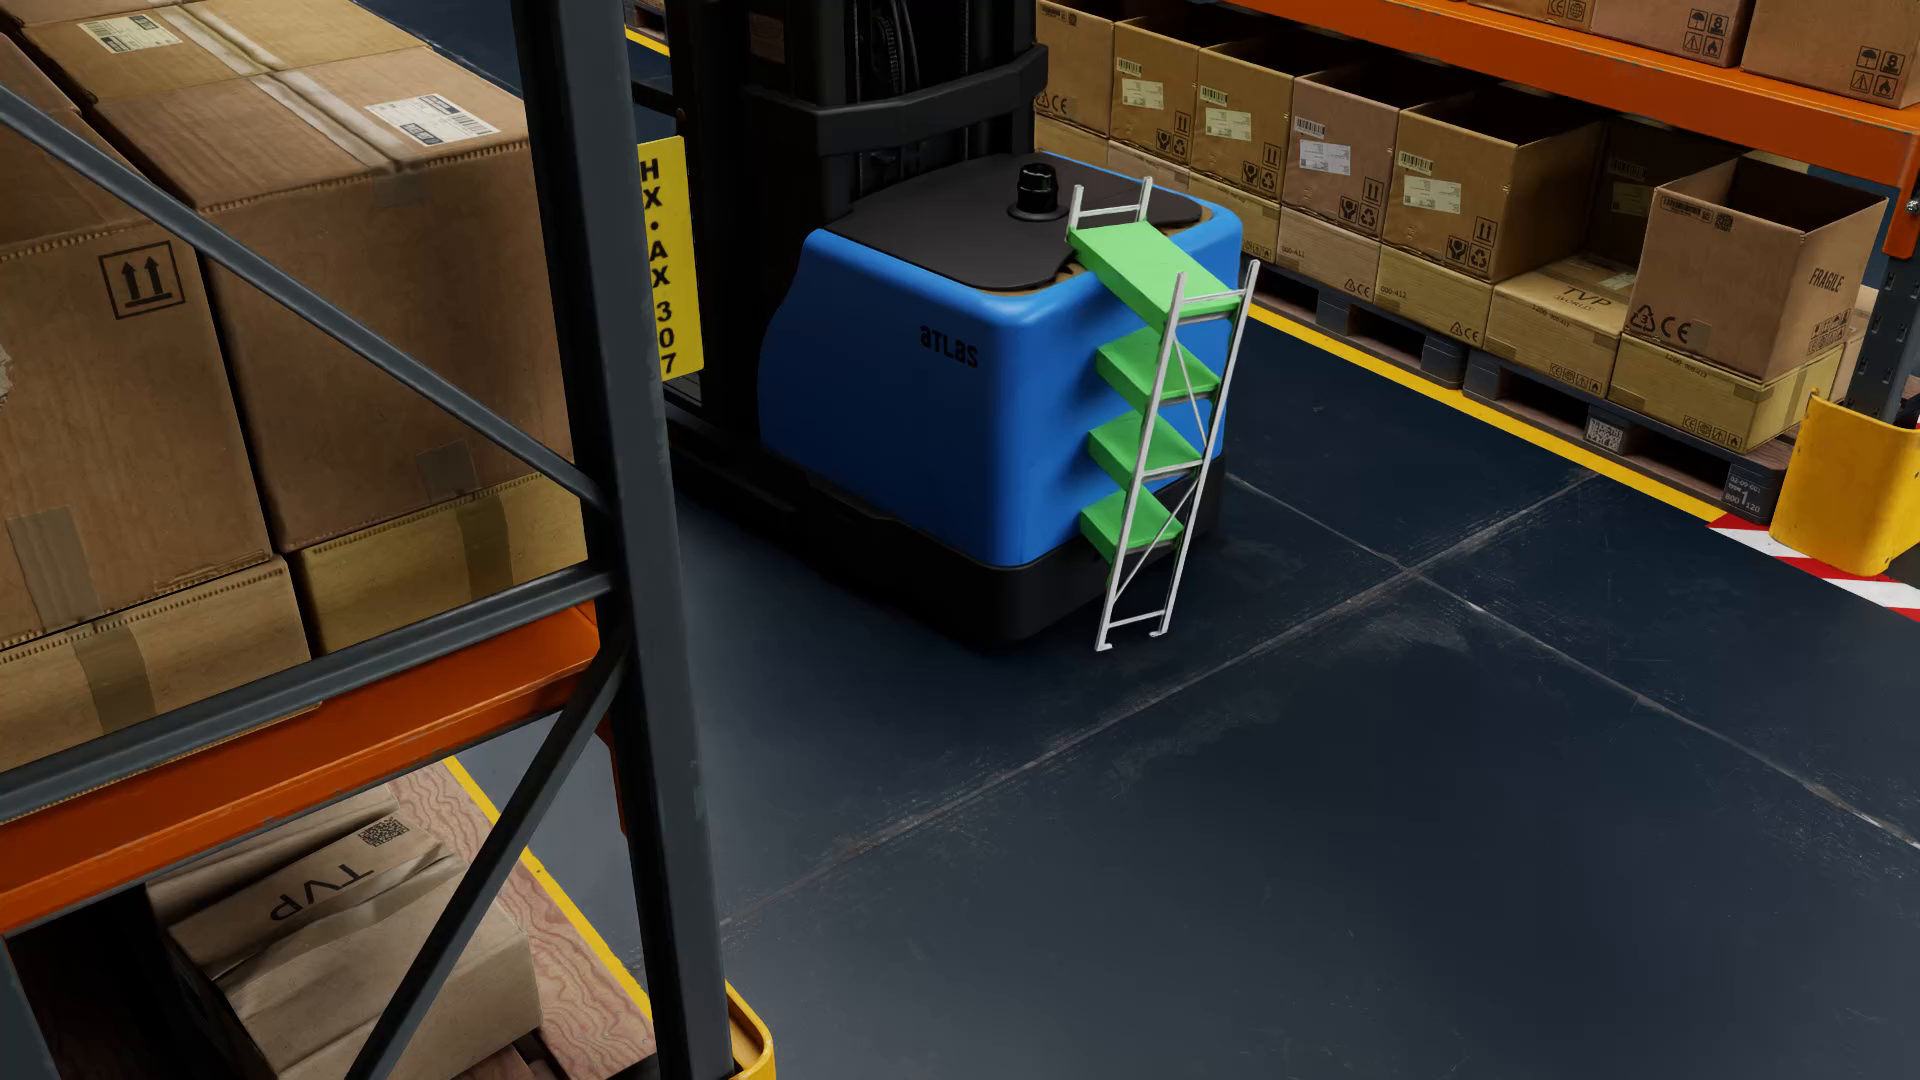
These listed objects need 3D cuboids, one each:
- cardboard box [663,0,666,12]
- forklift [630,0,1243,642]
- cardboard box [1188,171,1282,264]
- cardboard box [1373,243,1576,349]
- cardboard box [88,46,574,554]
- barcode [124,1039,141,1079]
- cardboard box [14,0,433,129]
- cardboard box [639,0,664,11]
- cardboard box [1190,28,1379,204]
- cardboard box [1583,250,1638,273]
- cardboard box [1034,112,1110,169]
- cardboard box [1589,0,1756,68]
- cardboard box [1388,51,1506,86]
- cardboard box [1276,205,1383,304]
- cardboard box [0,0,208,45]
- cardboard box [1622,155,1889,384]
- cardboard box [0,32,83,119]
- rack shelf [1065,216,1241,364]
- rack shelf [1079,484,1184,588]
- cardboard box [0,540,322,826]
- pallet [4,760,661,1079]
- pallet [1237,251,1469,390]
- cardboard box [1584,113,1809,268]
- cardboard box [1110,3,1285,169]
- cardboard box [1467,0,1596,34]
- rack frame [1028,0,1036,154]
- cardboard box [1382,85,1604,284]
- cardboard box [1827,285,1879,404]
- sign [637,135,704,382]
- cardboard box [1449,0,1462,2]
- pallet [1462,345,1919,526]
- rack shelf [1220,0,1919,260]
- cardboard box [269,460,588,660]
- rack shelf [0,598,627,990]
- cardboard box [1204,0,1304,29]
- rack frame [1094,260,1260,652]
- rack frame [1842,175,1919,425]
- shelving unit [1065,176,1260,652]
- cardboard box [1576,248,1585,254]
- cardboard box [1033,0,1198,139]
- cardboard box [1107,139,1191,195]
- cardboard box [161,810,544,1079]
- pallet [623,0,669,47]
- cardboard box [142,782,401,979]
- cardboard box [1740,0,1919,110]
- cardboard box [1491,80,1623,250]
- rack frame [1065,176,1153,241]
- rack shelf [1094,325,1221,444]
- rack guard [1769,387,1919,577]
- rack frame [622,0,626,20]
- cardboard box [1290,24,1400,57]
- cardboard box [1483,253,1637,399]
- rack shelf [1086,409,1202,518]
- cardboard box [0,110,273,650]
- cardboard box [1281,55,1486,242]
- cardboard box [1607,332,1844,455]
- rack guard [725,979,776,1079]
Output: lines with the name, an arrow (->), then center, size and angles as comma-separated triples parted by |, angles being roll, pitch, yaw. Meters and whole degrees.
cardboard box -> -1.416, -3.240, 9.832 | 0.500, 0.250, 0.500 | -23, 39, -33
forklift -> -0.576, -1.635, 5.105 | 3.031, 2.935, 1.130 | 28, 41, 37
cardboard box -> 1.289, -1.384, 6.844 | 0.500, 0.250, 0.500 | -22, 38, -31
cardboard box -> 1.906, -0.969, 6.175 | 0.500, 0.250, 0.500 | -22, 38, -31
cardboard box -> -0.874, -0.374, 2.421 | 0.500, 0.500, 0.500 | -22, 38, -31
barcode -> -1.499, 0.942, 3.013 | 0.001, 0.075, 0.075 | -22, 38, -31
cardboard box -> -1.169, -0.583, 2.758 | 0.500, 0.500, 0.500 | -22, 38, -31
cardboard box -> -1.725, -3.449, 10.169 | 0.500, 0.250, 0.500 | -22, 38, -32
cardboard box -> 1.290, -1.703, 6.646 | 0.500, 0.500, 0.500 | -22, 38, -31
cardboard box -> 2.629, -0.931, 6.114 | 0.500, 0.250, 0.500 | -22, 38, -31
cardboard box -> 0.684, -1.804, 7.520 | 0.500, 0.250, 0.500 | -22, 38, -31
cardboard box -> 2.490, -1.877, 5.334 | 0.700, 0.500, 0.500 | -21, 38, -30
cardboard box -> 2.021, -1.669, 6.591 | 0.500, 0.500, 0.500 | -22, 38, -31
cardboard box -> 1.600, -1.178, 6.511 | 0.500, 0.250, 0.500 | -22, 38, -31
cardboard box -> -1.481, -0.800, 3.108 | 0.500, 0.500, 0.500 | -24, 39, -33
cardboard box -> 2.528, -0.874, 5.312 | 0.500, 0.500, 0.500 | -22, 38, -31
cardboard box -> -1.577, -0.418, 2.492 | 0.500, 0.500, 0.500 | -22, 38, -31
rack shelf -> 0.499, -0.660, 4.336 | 0.258, 0.148, 0.480 | -12, 41, -26
rack shelf -> 0.412, -0.085, 4.761 | 0.258, 0.148, 0.480 | -12, 41, -26
cardboard box -> -1.258, 0.109, 2.354 | 0.500, 0.250, 0.500 | -22, 38, -31
pallet -> -1.336, 0.989, 3.458 | 1.003, 0.211, 1.213 | -22, 38, -31
pallet -> 1.846, -1.047, 6.736 | 1.003, 0.211, 1.213 | -22, 38, -31
cardboard box -> 2.631, -1.250, 5.918 | 0.500, 0.500, 0.500 | -22, 38, -31
cardboard box -> 0.989, -1.914, 6.986 | 0.500, 0.500, 0.500 | -22, 38, -31
cardboard box -> 2.190, -2.086, 5.670 | 0.700, 0.500, 0.500 | -22, 38, -31
rack frame -> 0.639, -3.085, 7.375 | 1.000, 3.000, 0.127 | -22, 38, -31
cardboard box -> 1.903, -1.286, 5.976 | 0.500, 0.500, 0.500 | -22, 38, -31
cardboard box -> 2.939, -0.724, 5.781 | 0.500, 0.250, 0.500 | -22, 38, -31
sign -> -0.390, -0.357, 2.162 | 0.100, 0.325, 0.005 | -22, 38, -31
cardboard box -> 1.864, -2.304, 6.021 | 0.700, 0.500, 0.500 | -21, 38, -30
pallet -> 2.590, -0.539, 5.918 | 1.003, 0.211, 1.213 | -22, 38, -31
rack shelf -> 1.866, -1.946, 6.222 | 1.077, 0.370, 4.000 | -22, 38, -31
cardboard box -> -0.867, -0.065, 2.635 | 0.500, 0.250, 0.500 | -24, 39, -33
rack shelf -> -2.045, -0.342, 3.639 | 1.077, 0.370, 4.000 | -22, 38, -31
cardboard box -> 1.394, -2.080, 7.252 | 0.500, 0.500, 0.500 | -22, 38, -31
rack frame -> 0.562, -0.189, 4.416 | 0.240, 1.200, 0.015 | -12, 41, -26
rack frame -> 3.092, -1.418, 4.690 | 1.000, 3.000, 0.127 | -22, 38, -31
shelving unit -> 0.448, -0.328, 4.581 | 0.258, 1.200, 0.503 | -12, 41, -26
cardboard box -> 2.323, -1.140, 6.450 | 0.500, 0.250, 0.500 | -22, 38, -31
cardboard box -> 0.676, -2.120, 7.317 | 0.500, 0.500, 0.500 | -22, 38, -31
cardboard box -> 0.987, -1.594, 7.182 | 0.500, 0.250, 0.500 | -22, 38, -31
cardboard box -> -1.172, 0.824, 3.212 | 0.500, 0.311, 0.500 | -27, 41, -36
pallet -> -1.340, -3.212, 10.222 | 1.003, 0.211, 1.213 | -22, 38, -31
cardboard box -> -1.521, 0.586, 3.595 | 0.500, 0.311, 0.500 | -19, 37, -28
cardboard box -> 2.816, -1.659, 4.984 | 0.700, 0.500, 0.500 | -22, 38, -31
cardboard box -> 2.314, -1.455, 6.246 | 0.500, 0.500, 0.500 | -22, 38, -31
rack frame -> 0.335, -0.467, 4.746 | 0.240, 1.200, 0.015 | -12, 41, -26
rack shelf -> 0.470, -0.468, 4.477 | 0.258, 0.148, 0.480 | -12, 41, -26
rack guard -> 3.107, -0.346, 5.334 | 1.175, 0.500, 0.348 | -22, 38, -31
rack frame -> -1.814, -4.752, 10.059 | 1.000, 3.000, 0.127 | -22, 38, -31
cardboard box -> 1.703, -1.872, 6.919 | 0.500, 0.500, 0.500 | -22, 38, -31
cardboard box -> 2.214, -0.761, 5.840 | 0.500, 0.250, 0.500 | -22, 38, -31
rack shelf -> 0.441, -0.277, 4.619 | 0.258, 0.148, 0.480 | -12, 41, -26
cardboard box -> -1.276, -0.205, 2.150 | 0.500, 0.500, 0.500 | -23, 38, -32
cardboard box -> 1.598, -1.495, 6.312 | 0.500, 0.500, 0.500 | -22, 38, -31
cardboard box -> 2.530, -0.557, 5.511 | 0.500, 0.250, 0.500 | -22, 38, -31
rack guard -> -0.865, 1.216, 2.818 | 1.175, 0.500, 0.348 | -22, 38, -31
